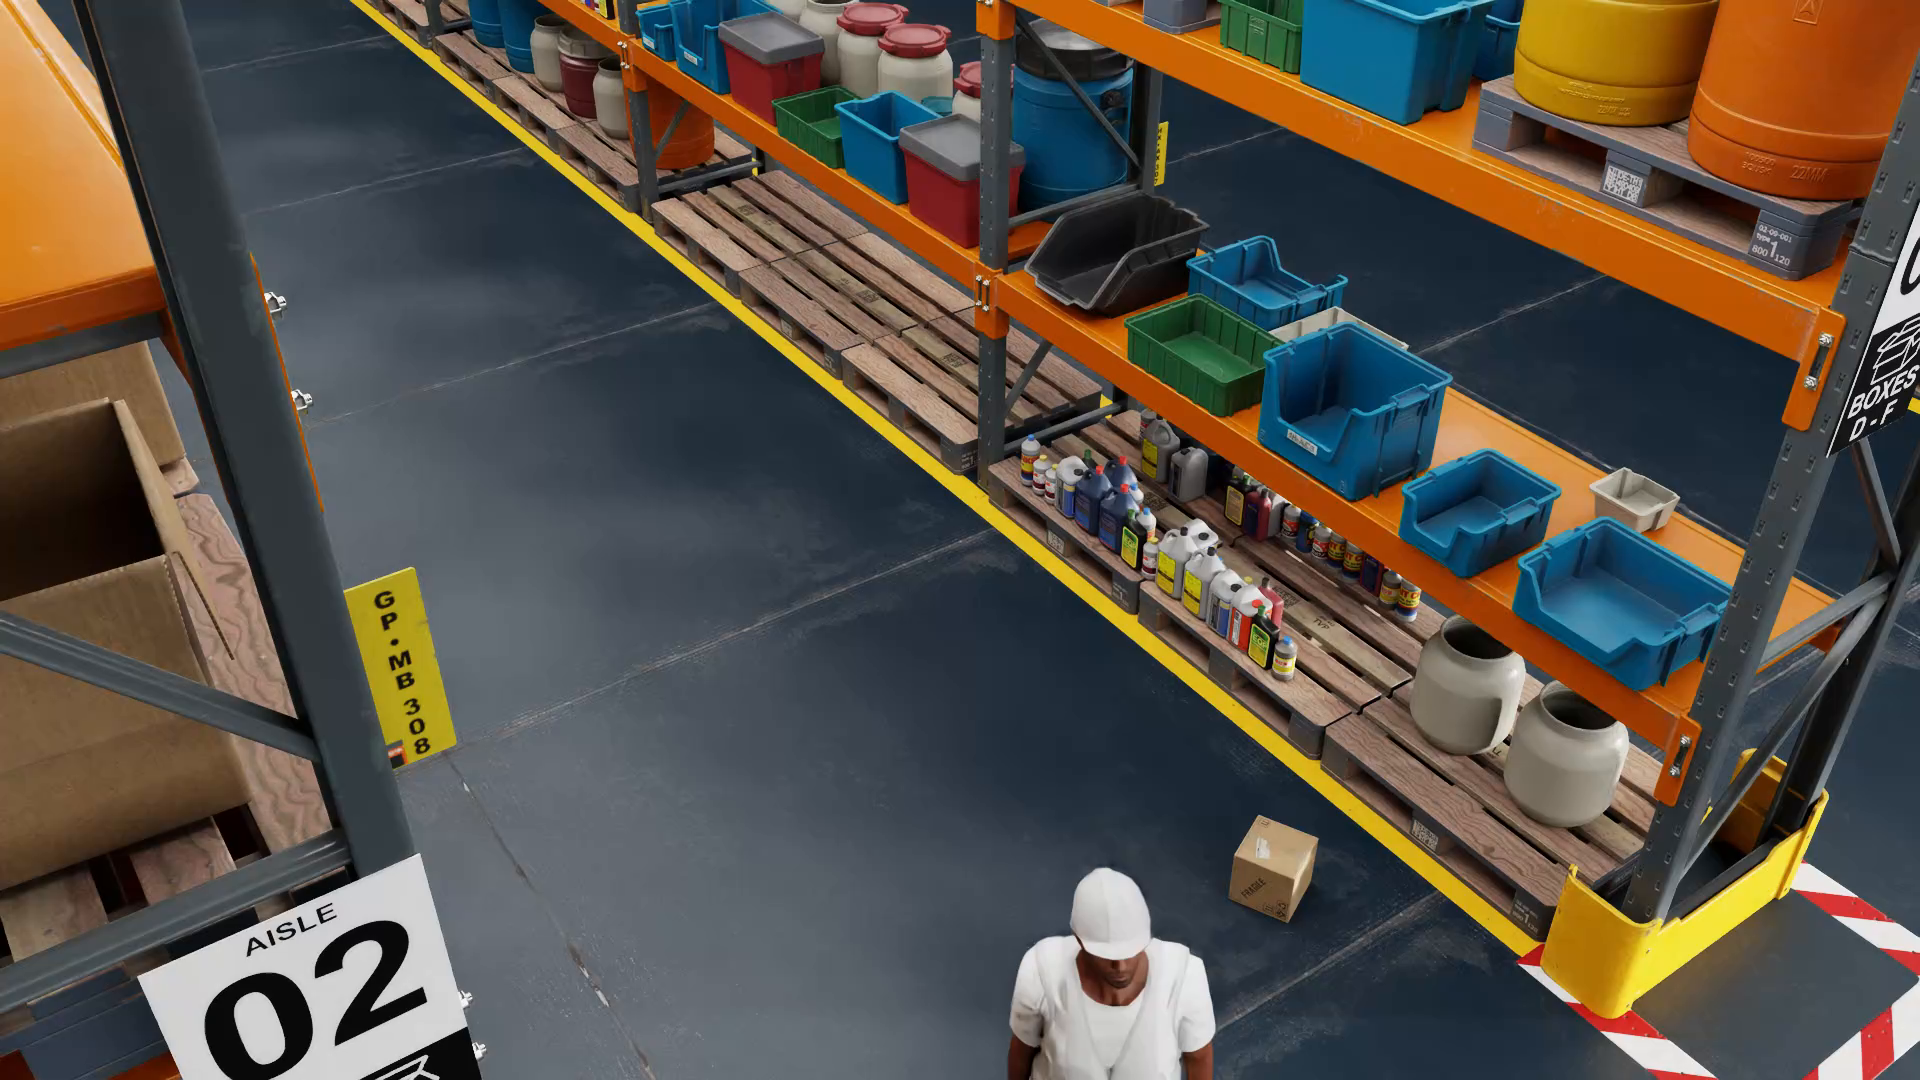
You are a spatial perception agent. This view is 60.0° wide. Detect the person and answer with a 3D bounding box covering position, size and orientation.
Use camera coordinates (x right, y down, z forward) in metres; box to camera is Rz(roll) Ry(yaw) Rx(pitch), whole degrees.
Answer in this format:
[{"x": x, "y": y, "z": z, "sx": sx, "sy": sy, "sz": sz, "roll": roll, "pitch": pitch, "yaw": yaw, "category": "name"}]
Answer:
[{"x": 0.417, "y": 1.605, "z": 4.764, "sx": 0.588, "sy": 1.747, "sz": 0.706, "roll": 2, "pitch": 36, "yaw": 3, "category": "person"}]
